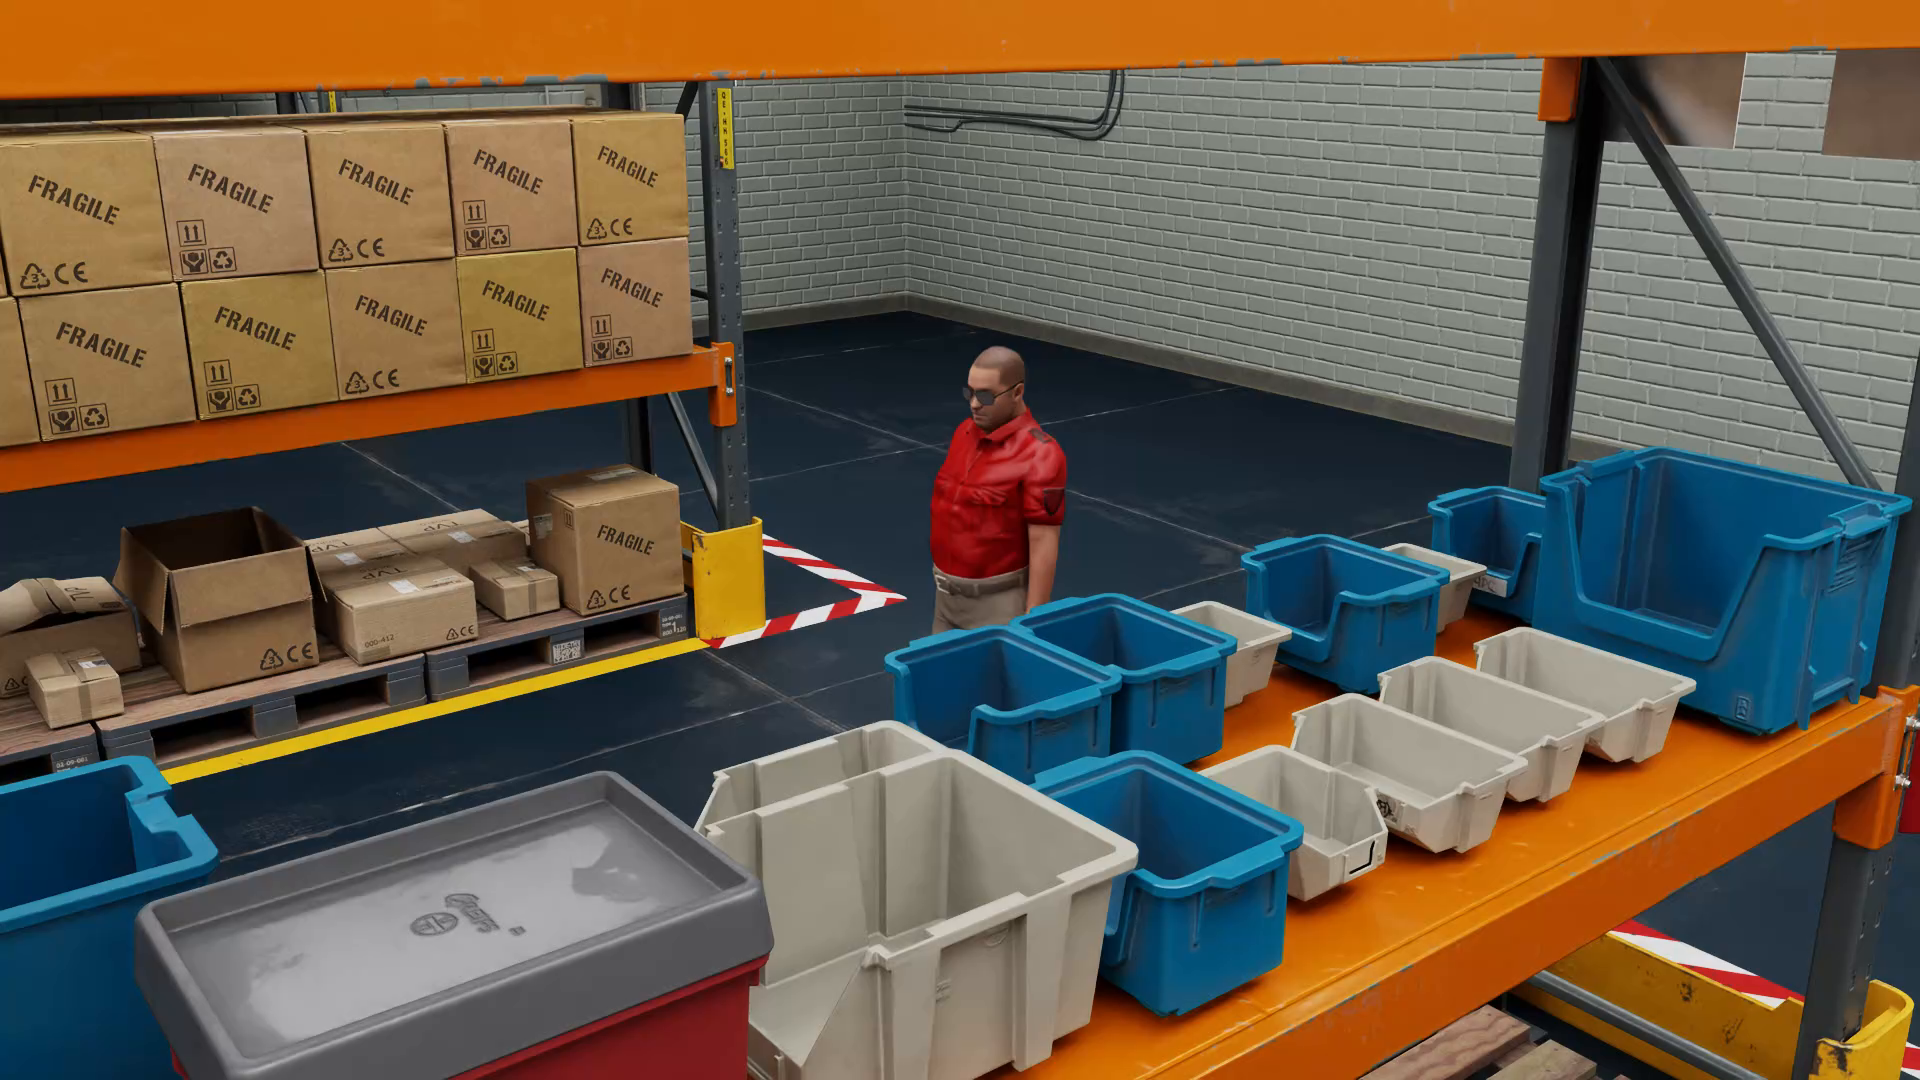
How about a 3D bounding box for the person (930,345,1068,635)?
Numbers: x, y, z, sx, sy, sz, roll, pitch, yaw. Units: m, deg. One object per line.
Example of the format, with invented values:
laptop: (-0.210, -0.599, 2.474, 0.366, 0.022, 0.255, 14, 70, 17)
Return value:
person: (0.096, 0.226, 5.384, 0.359, 1.722, 0.529, -13, 22, -35)
